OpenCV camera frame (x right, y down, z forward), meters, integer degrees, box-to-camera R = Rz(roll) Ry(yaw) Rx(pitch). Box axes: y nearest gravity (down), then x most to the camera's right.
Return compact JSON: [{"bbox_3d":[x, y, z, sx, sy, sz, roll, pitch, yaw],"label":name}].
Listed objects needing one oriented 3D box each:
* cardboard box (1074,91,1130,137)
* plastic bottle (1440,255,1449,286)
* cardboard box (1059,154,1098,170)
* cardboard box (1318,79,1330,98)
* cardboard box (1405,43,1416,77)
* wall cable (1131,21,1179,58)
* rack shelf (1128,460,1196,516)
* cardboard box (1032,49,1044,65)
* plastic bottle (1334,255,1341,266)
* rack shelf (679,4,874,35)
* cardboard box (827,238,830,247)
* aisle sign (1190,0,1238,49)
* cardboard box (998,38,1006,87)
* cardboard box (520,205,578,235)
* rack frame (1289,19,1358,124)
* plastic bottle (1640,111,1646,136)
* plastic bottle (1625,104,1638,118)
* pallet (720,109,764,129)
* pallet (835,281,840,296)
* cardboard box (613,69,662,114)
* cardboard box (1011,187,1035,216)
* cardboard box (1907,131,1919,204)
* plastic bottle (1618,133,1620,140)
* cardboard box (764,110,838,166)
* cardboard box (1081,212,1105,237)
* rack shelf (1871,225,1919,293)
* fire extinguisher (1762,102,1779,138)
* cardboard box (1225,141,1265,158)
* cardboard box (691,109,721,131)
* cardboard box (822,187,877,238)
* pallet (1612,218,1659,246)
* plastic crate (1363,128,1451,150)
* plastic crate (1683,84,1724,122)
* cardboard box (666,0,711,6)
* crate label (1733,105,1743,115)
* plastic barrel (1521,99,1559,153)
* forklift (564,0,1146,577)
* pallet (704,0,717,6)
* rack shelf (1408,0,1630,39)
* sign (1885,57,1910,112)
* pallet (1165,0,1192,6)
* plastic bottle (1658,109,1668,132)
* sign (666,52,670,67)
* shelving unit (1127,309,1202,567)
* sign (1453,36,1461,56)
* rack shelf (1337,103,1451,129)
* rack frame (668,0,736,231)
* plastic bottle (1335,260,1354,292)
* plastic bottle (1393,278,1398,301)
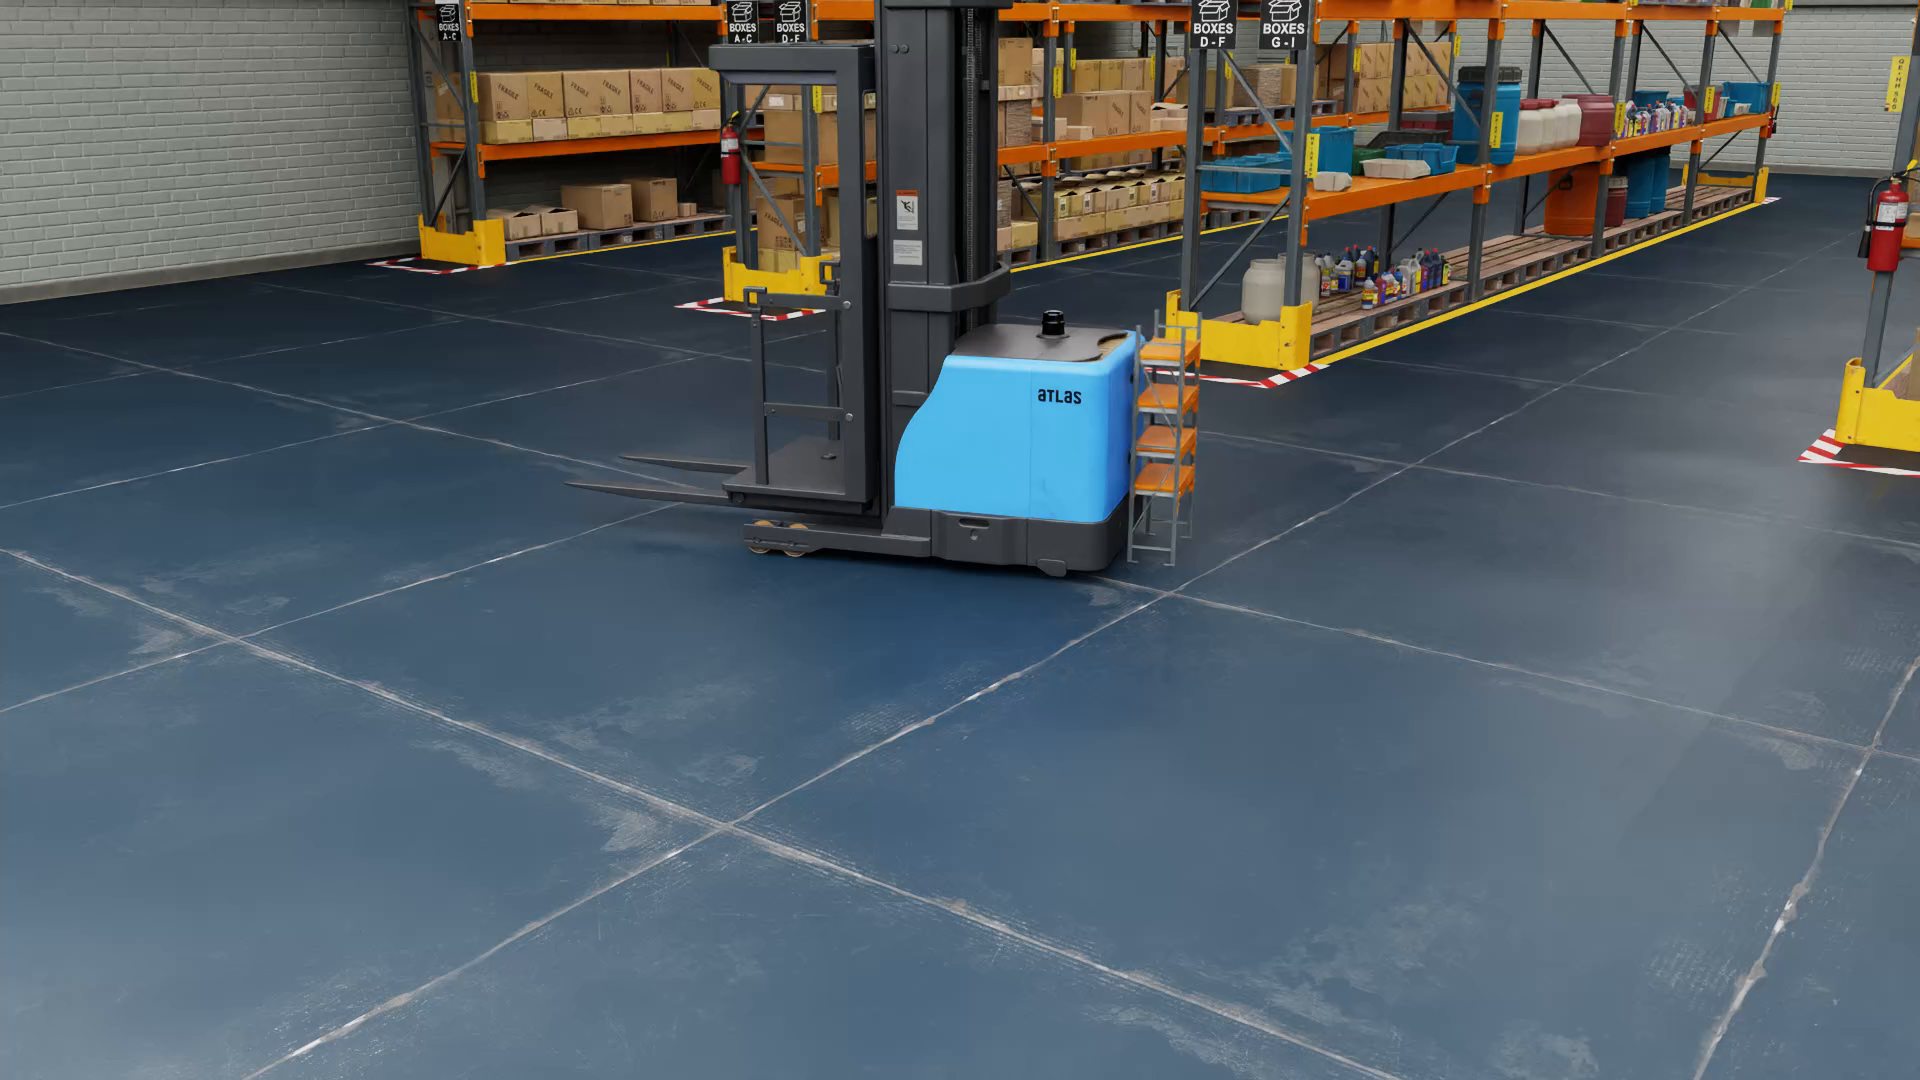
[{"bbox_3d":[1.711,-5.170,20.167,0.500,0.500,0.500,12,21,35],"label":"cardboard box"},{"bbox_3d":[4.582,-2.562,15.773,0.061,0.283,0.133,14,22,37],"label":"plastic bottle"},{"bbox_3d":[1.942,-6.645,28.589,0.700,0.500,0.500,13,21,35],"label":"cardboard box"},{"bbox_3d":[5.486,-6.815,25.464,0.500,0.500,0.500,13,21,36],"label":"cardboard box"},{"bbox_3d":[6.822,-7.560,26.175,0.500,0.500,0.500,13,22,36],"label":"cardboard box"},{"bbox_3d":[3.801,-9.388,32.203,0.084,1.984,1.851,12,21,35],"label":"wall cable"},{"bbox_3d":[1.032,-0.268,8.477,0.258,0.148,0.480,6,18,16],"label":"rack shelf"},{"bbox_3d":[1.029,-7.759,26.702,0.500,0.250,0.500,13,21,36],"label":"cardboard box"},{"bbox_3d":[3.545,-2.539,15.699,0.061,0.283,0.133,14,22,37],"label":"plastic bottle"},{"bbox_3d":[-2.161,-7.138,22.826,1.077,0.370,4.000,12,21,35],"label":"rack shelf"},{"bbox_3d":[-1.385,-2.934,17.061,0.500,0.250,0.500,12,21,35],"label":"cardboard box"},{"bbox_3d":[1.939,-4.146,12.653,0.394,0.787,0.004,12,21,35],"label":"aisle sign"},{"bbox_3d":[0.068,-5.138,17.875,0.700,0.500,0.500,12,21,35],"label":"cardboard box"},{"bbox_3d":[-4.912,-3.830,19.812,0.500,0.311,0.500,15,22,39],"label":"cardboard box"},{"bbox_3d":[5.394,-6.603,24.950,1.000,3.000,0.127,12,21,35],"label":"rack frame"},{"bbox_3d":[8.230,-5.032,20.086,0.061,0.283,0.133,12,21,35],"label":"plastic bottle"},{"bbox_3d":[8.227,-5.159,20.383,0.144,0.351,0.185,12,21,35],"label":"plastic bottle"},{"bbox_3d":[-2.781,-5.637,22.162,1.003,0.211,1.213,12,21,35],"label":"pallet"},{"bbox_3d":[-1.334,-2.603,16.770,1.003,0.211,1.213,12,21,35],"label":"pallet"},{"bbox_3d":[-3.988,-5.463,20.233,0.500,0.500,0.500,12,21,33],"label":"cardboard box"},{"bbox_3d":[0.639,-4.000,19.550,0.500,0.311,0.500,12,21,35],"label":"cardboard box"},{"bbox_3d":[6.749,-2.450,10.905,0.875,0.500,0.500,12,21,35],"label":"cardboard box"},{"bbox_3d":[7.654,-4.771,19.386,0.097,0.201,0.097,0,17,0],"label":"plastic bottle"},{"bbox_3d":[-1.467,-3.902,16.082,0.700,0.500,0.500,12,21,35],"label":"cardboard box"},{"bbox_3d":[1.373,-3.759,19.719,0.500,0.250,0.500,13,22,36],"label":"cardboard box"},{"bbox_3d":[7.390,-2.127,11.747,1.077,0.370,4.000,12,21,35],"label":"rack shelf"},{"bbox_3d":[12.209,-6.420,25.120,0.296,0.674,0.183,12,21,35],"label":"fire extinguisher"},{"bbox_3d":[4.016,-5.548,23.760,0.500,0.250,0.500,12,21,34],"label":"cardboard box"},{"bbox_3d":[-3.392,-5.344,21.113,0.500,0.250,0.500,12,21,35],"label":"cardboard box"},{"bbox_3d":[-1.091,-3.412,17.336,0.500,0.500,0.500,12,21,35],"label":"cardboard box"},{"bbox_3d":[8.151,-3.927,21.034,1.003,0.211,1.213,12,21,35],"label":"pallet"},{"bbox_3d":[4.190,-3.690,15.673,0.767,0.338,0.504,12,21,35],"label":"plastic crate"},{"bbox_3d":[10.104,-5.955,22.652,0.402,0.464,0.583,12,21,35],"label":"plastic crate"},{"bbox_3d":[-3.457,-6.898,20.637,0.500,0.500,0.500,13,22,36],"label":"cardboard box"},{"bbox_3d":[11.083,-6.219,24.056,0.396,0.136,0.243,12,21,35],"label":"crate label"},{"bbox_3d":[6.045,-4.354,17.476,0.433,0.535,0.433,0,17,0],"label":"plastic barrel"},{"bbox_3d":[-0.601,-1.456,8.490,3.031,2.935,1.130,5,18,17],"label":"forklift"},{"bbox_3d":[-2.899,-7.043,21.626,1.213,0.211,1.003,12,21,35],"label":"pallet"},{"bbox_3d":[5.795,-5.387,17.188,1.077,0.370,4.000,12,21,35],"label":"rack shelf"},{"bbox_3d":[5.764,-2.800,10.219,0.100,0.325,0.005,12,21,35],"label":"sign"},{"bbox_3d":[2.679,-6.815,20.894,1.213,0.211,1.003,14,22,37],"label":"pallet"},{"bbox_3d":[8.797,-5.278,20.890,0.152,0.276,0.135,12,21,35],"label":"plastic bottle"},{"bbox_3d":[-3.801,-6.223,21.771,0.100,0.325,0.005,12,21,35],"label":"sign"},{"bbox_3d":[1.034,-0.522,8.398,0.258,1.200,0.503,6,18,16],"label":"shelving unit"},{"bbox_3d":[8.212,-8.157,27.468,0.100,0.325,0.005,12,21,35],"label":"sign"},{"bbox_3d":[6.586,-6.736,26.590,1.077,0.370,4.000,12,21,35],"label":"rack shelf"},{"bbox_3d":[-3.353,-5.572,21.630,1.000,3.000,0.127,12,21,35],"label":"rack frame"},{"bbox_3d":[3.558,-2.446,15.412,0.152,0.276,0.135,12,21,35],"label":"plastic bottle"},{"bbox_3d":[3.874,-2.249,14.903,0.097,0.201,0.097,0,17,0],"label":"plastic bottle"}]
